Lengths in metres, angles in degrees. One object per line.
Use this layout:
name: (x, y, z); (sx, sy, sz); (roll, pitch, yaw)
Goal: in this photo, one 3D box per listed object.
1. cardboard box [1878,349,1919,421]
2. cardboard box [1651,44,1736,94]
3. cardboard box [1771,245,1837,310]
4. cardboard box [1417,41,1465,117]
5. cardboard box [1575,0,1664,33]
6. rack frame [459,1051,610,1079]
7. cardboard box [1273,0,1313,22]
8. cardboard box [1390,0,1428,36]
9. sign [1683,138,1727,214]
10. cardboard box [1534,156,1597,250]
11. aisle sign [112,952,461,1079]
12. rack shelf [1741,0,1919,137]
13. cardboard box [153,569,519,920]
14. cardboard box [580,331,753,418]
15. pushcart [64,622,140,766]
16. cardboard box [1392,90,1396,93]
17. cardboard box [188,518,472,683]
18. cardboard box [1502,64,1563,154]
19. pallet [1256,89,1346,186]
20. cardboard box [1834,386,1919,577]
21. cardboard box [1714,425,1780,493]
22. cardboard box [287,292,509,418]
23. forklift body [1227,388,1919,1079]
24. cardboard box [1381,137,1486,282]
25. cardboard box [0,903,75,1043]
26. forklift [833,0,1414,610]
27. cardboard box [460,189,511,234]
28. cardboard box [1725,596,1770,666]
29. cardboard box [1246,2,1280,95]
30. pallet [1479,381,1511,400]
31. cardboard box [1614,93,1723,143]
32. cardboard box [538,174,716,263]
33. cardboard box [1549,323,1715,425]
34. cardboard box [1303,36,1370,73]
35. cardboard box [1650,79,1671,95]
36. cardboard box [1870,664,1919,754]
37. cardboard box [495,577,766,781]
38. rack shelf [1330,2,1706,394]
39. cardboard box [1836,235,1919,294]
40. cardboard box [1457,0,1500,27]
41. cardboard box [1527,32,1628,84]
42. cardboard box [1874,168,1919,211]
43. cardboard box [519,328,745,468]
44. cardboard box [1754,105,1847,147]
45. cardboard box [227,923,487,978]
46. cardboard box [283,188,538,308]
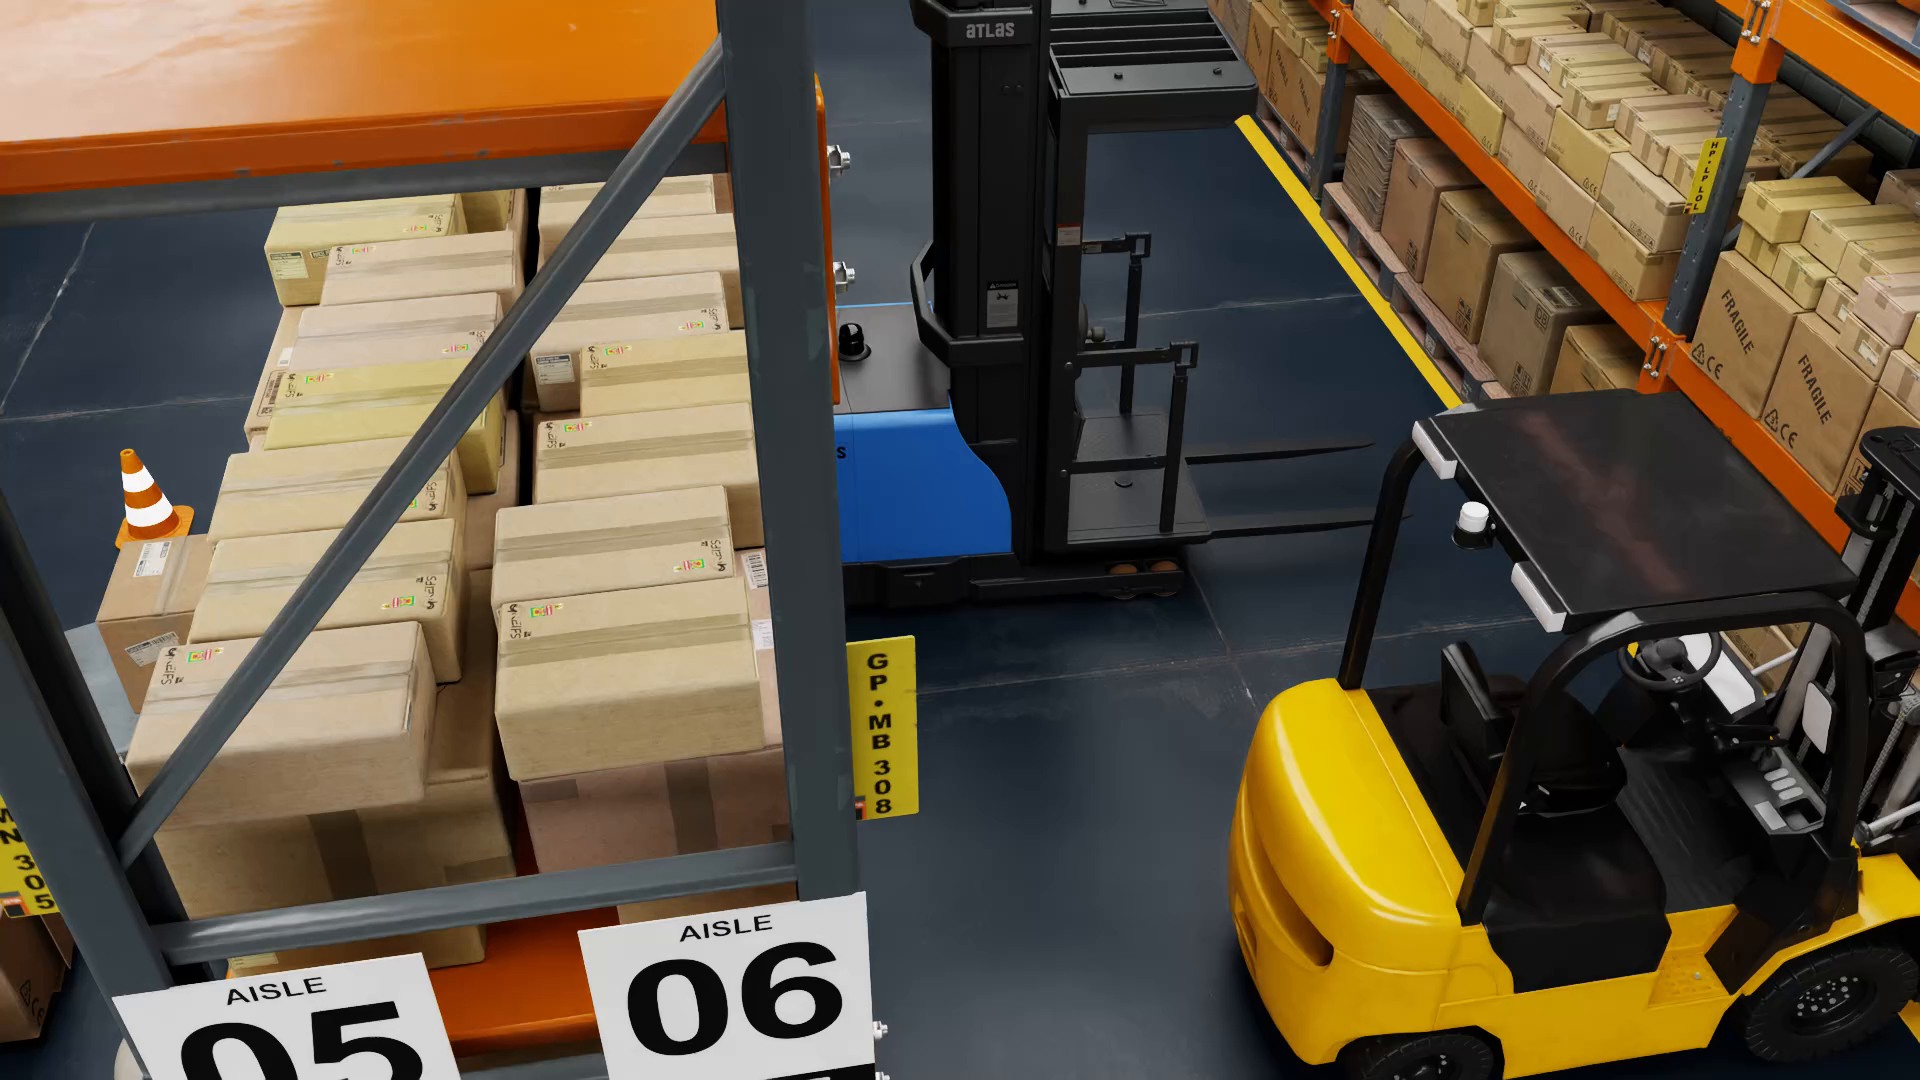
cardboard box: (3.475, -0.556, 5.810); (0.380, 0.149, 0.250); (-7, 38, -8)
cardboard box: (3.571, -2.262, 8.006); (0.380, 0.149, 0.250); (-6, 38, -8)
cardboard box: (3.387, -1.026, 6.415); (0.380, 0.149, 0.250); (-5, 38, -7)
cardboard box: (2.860, -2.555, 9.116); (0.500, 0.250, 0.500); (-7, 38, -9)
cardboard box: (3.387, -2.719, 8.595); (0.380, 0.149, 0.250); (-5, 38, -7)
rack frame: (-0.641, 1.845, 3.330); (1.000, 3.000, 0.127); (-6, 38, -8)
cardboard box: (2.424, -3.719, 11.658); (0.380, 0.149, 0.250); (-5, 38, -7)
cardboard box: (2.766, -3.065, 9.364); (0.500, 0.250, 0.500); (-5, 38, -7)
sign: (3.011, -1.469, 6.717); (0.100, 0.325, 0.005); (-6, 38, -8)
cardboard box: (3.104, -1.627, 7.922); (0.500, 0.250, 0.500); (-6, 38, -8)
aisle sign: (-0.916, 0.887, 2.444); (0.394, 0.787, 0.004); (-6, 38, -8)
rack shelf: (3.894, -0.800, 4.876); (1.077, 0.370, 4.000); (-6, 38, -8)
cardboard box: (-0.996, 0.322, 2.725); (0.500, 0.250, 0.500); (-7, 38, -9)
cardboard box: (-0.516, -0.260, 3.149); (0.380, 0.149, 0.250); (-6, 38, -8)
pushcart: (-3.579, 0.740, 6.890); (1.648, 0.377, 0.936); (-20, 42, -23)
cardboard box: (3.044, -2.987, 11.245); (0.500, 0.500, 0.500); (-5, 38, -6)
cardboard box: (-0.999, 0.112, 2.670); (0.380, 0.149, 0.250); (-6, 38, -7)
cardboard box: (3.025, -2.134, 8.166); (0.500, 0.250, 0.500); (-6, 38, -7)
pallet: (2.749, -2.877, 11.681); (1.003, 0.211, 1.213); (-6, 38, -8)
cardboard box: (3.562, -0.232, 5.922); (0.500, 0.500, 0.500); (-7, 38, -8)
cardboard box: (3.319, -0.256, 7.119); (0.500, 0.250, 0.500); (-7, 38, -9)
cardboard box: (-1.091, -0.347, 3.262); (0.380, 0.149, 0.250); (-6, 38, -8)
forklift body: (2.116, 0.695, 5.502); (2.313, 2.155, 1.214); (-6, 38, -8)
cardboard box: (3.060, -1.979, 9.846); (0.875, 0.625, 0.625); (-5, 38, -6)
cardboard box: (-3.614, 1.424, 5.796); (0.797, 0.637, 0.503); (-6, 38, -8)
forklift: (0.626, -1.200, 7.306); (3.031, 2.935, 1.130); (-4, 38, -5)
cardboard box: (-1.255, -0.816, 3.865); (0.380, 0.149, 0.250); (-6, 38, -7)
cardboard box: (3.415, 0.245, 6.881); (0.500, 0.250, 0.500); (-6, 38, -8)
cardboard box: (2.385, -3.554, 11.974); (0.500, 0.500, 0.500); (-5, 38, -6)
pallet: (3.376, -0.447, 8.553); (1.003, 0.211, 1.213); (-6, 38, -8)
cardboard box: (3.211, -1.893, 7.531); (0.380, 0.149, 0.250); (-6, 38, -8)
cardboard box: (-0.739, -0.715, 3.734); (0.380, 0.149, 0.250); (-5, 38, -7)
cardboard box: (3.441, -0.649, 8.134); (0.875, 0.625, 0.625); (-5, 38, -6)
cardboard box: (2.506, -3.229, 11.028); (0.380, 0.149, 0.250); (-8, 39, -10)
cardboard box: (3.550, -2.195, 8.246); (0.500, 0.250, 0.500); (-7, 38, -9)
cardboard box: (3.582, 0.671, 5.925); (0.500, 0.250, 0.500); (-7, 38, -9)
cardboard box: (-0.503, 0.208, 2.547); (0.380, 0.149, 0.250); (-6, 38, -8)
rack shelf: (3.193, -2.031, 8.906); (1.077, 0.370, 4.000); (-6, 38, -8)
cardboard box: (3.496, -0.995, 6.133); (0.380, 0.149, 0.250); (-7, 38, -9)
cardboard box: (2.845, -2.816, 8.720); (0.380, 0.149, 0.250); (-5, 38, -7)
cardboard box: (3.012, -2.354, 8.125); (0.380, 0.149, 0.250); (-6, 38, -8)
cardboard box: (3.897, -1.360, 6.603); (0.380, 0.149, 0.250); (-6, 38, -8)
cardboard box: (-0.661, -0.345, 3.584); (0.500, 0.250, 0.500); (-5, 38, -7)
cardboard box: (3.698, -1.806, 7.419); (0.380, 0.149, 0.250); (-7, 38, -9)
cardboard box: (-0.979, 0.574, 2.726); (0.380, 0.149, 0.250); (-6, 38, -8)
cardboard box: (-1.270, -0.600, 3.912); (0.500, 0.250, 0.500); (-6, 38, -8)
